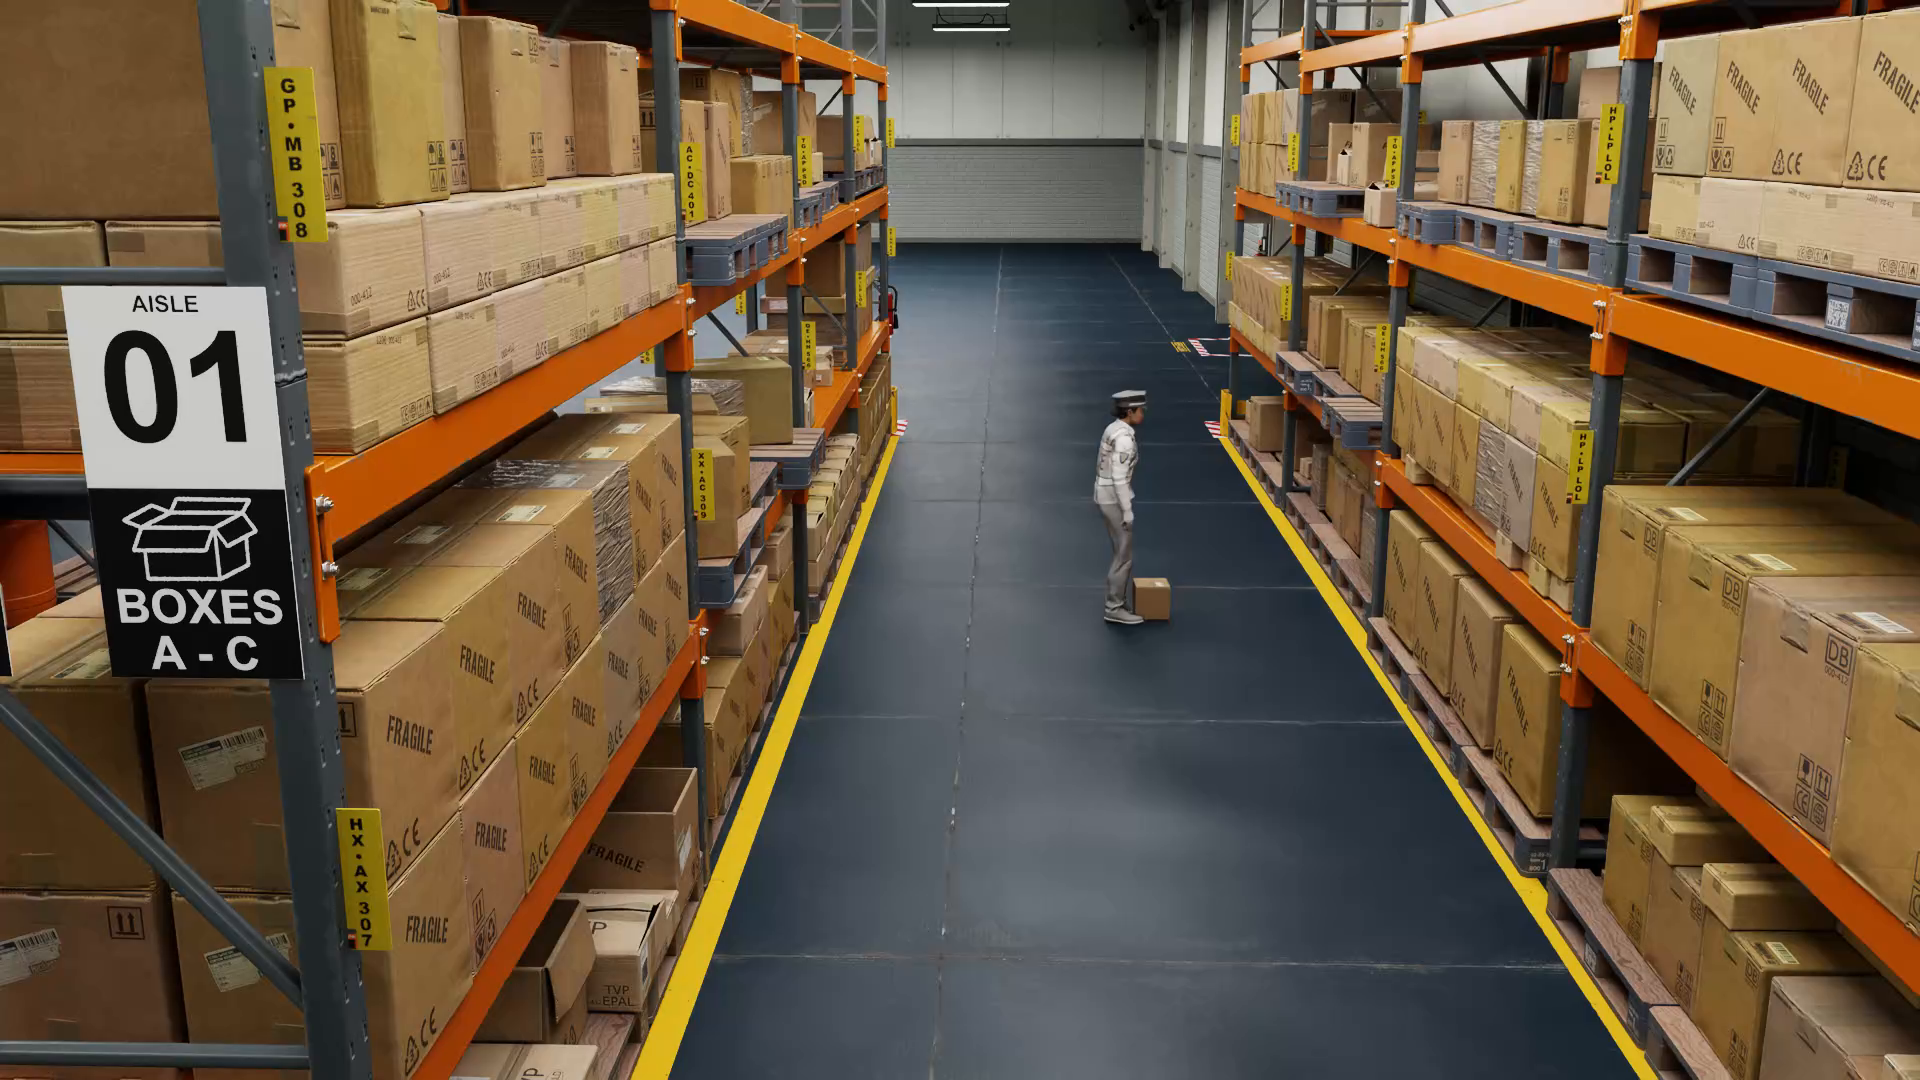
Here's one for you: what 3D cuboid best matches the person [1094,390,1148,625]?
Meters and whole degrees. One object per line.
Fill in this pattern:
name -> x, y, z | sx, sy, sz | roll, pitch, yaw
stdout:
person -> 1.176, -0.252, 12.006 | 0.413, 1.662, 0.524 | 0, 14, -1
